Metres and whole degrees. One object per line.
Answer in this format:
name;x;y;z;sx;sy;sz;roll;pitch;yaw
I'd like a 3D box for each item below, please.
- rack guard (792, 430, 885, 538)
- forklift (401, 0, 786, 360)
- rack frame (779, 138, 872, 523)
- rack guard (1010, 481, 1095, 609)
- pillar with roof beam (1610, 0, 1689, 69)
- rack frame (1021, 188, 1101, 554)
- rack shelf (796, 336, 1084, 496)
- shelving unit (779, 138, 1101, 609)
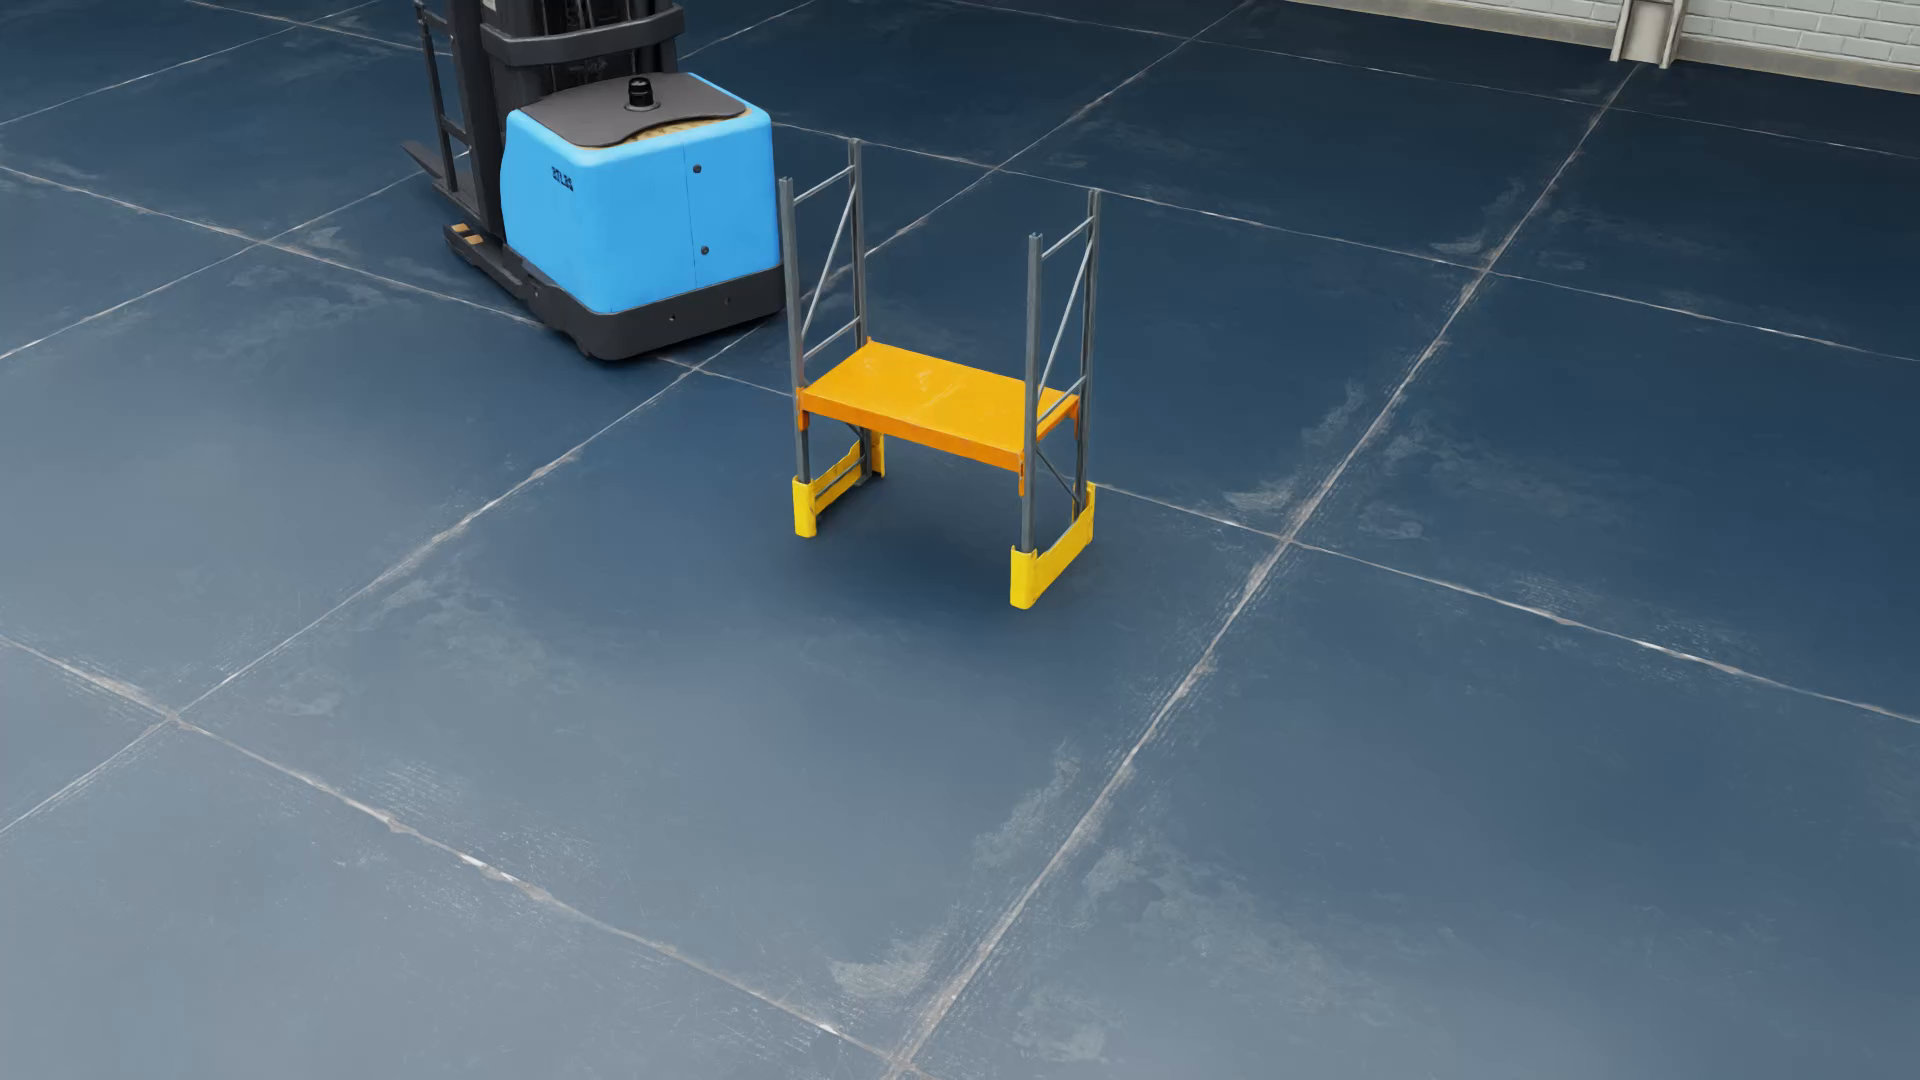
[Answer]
rack guard;-0.499;-0.262;6.918;0.087;0.250;0.587;18;37;24
forklift;-2.159;-2.838;8.367;1.130;2.935;3.031;-22;40;-30
rack frame;-0.515;-0.788;6.579;0.032;1.500;0.500;18;37;24
rack guard;0.366;0.012;6.507;0.087;0.250;0.587;18;37;24
pillar with roof beam;2.765;-5.130;6.335;0.400;9.000;9.100;18;37;24
rack frame;0.367;-0.508;6.160;0.032;1.500;0.500;18;37;24
rack shelf;-0.074;-0.498;6.469;1.000;0.185;0.538;18;37;24
shelving unit;-0.066;-0.645;6.366;1.083;1.500;0.587;18;37;24
